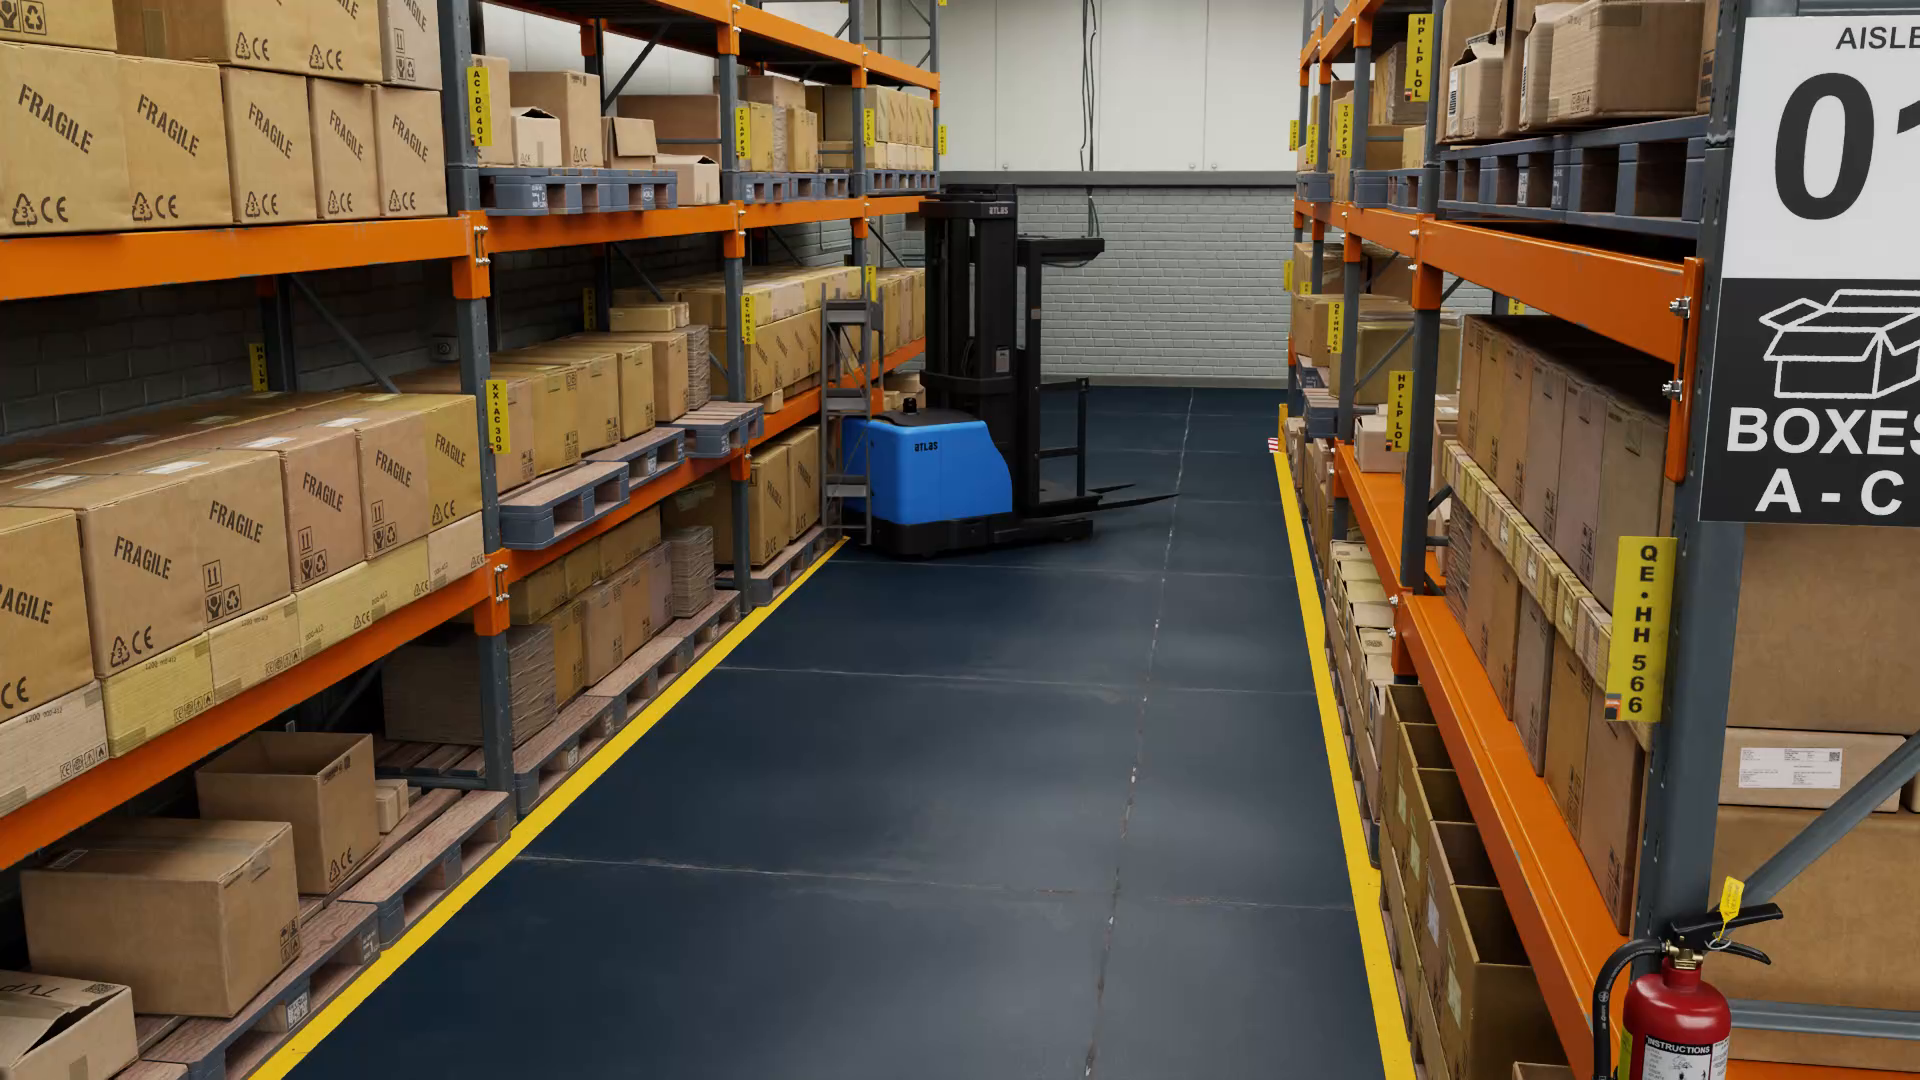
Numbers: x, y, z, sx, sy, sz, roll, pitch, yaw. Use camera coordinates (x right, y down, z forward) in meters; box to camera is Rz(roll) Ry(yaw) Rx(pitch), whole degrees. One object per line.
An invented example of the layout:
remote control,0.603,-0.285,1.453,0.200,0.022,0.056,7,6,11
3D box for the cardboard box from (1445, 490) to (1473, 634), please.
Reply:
cardboard box,2.254,0.068,6.321,0.700,0.500,0.500,2,12,7

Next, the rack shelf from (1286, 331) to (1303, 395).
rack shelf,3.854,-1.706,16.496,1.077,0.370,4.000,2,12,9

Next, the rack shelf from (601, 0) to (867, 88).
rack shelf,-1.656,-3.770,12.784,1.077,0.370,4.000,2,12,9

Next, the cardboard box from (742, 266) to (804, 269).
cardboard box,-1.677,-2.284,14.702,0.500,0.250,0.500,2,12,10

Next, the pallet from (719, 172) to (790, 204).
pallet,-1.917,-2.478,11.700,1.213,0.211,1.003,2,12,11

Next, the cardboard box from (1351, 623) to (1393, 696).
cardboard box,2.248,0.583,8.367,0.500,0.311,0.500,2,12,8

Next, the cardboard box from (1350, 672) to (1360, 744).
cardboard box,2.252,0.856,8.433,0.500,0.250,0.500,2,12,10

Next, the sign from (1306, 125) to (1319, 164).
sign,3.010,-3.376,14.192,0.100,0.325,0.005,2,12,9

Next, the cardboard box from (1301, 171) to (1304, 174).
cardboard box,3.667,-3.560,16.630,0.500,0.250,0.500,2,12,9

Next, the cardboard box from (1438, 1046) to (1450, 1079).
cardboard box,1.632,1.666,4.674,0.500,0.250,0.500,2,12,9

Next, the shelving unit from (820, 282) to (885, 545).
shelving unit,-0.875,-1.026,13.605,0.431,2.100,0.503,1,4,9

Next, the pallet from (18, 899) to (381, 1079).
pallet,-2.832,1.623,5.960,1.003,0.211,1.213,2,12,9

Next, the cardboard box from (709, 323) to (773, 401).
cardboard box,-1.636,-1.265,11.753,0.500,0.500,0.500,2,12,10

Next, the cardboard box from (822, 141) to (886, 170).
cardboard box,-0.982,-3.583,15.503,0.500,0.250,0.500,2,12,8

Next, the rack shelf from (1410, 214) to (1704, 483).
rack shelf,2.009,-0.674,4.589,1.077,0.370,4.000,2,12,9

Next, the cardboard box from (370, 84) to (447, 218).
cardboard box,-2.413,-1.547,6.646,0.500,0.500,0.500,2,12,10

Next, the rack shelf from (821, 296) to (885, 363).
rack shelf,-0.873,-1.711,13.557,0.431,0.518,0.480,1,4,9

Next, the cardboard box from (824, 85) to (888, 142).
cardboard box,-0.962,-3.954,15.442,0.500,0.500,0.500,2,12,8

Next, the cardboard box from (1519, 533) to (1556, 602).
cardboard box,1.808,0.082,4.715,0.380,0.149,0.250,2,12,8

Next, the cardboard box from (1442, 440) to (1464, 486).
cardboard box,2.084,-0.292,6.452,0.380,0.149,0.250,2,12,9

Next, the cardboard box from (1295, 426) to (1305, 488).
cardboard box,3.354,-0.762,15.299,0.500,0.500,0.500,2,12,9

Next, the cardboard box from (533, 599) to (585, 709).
cardboard box,-2.452,0.608,8.940,0.700,0.500,0.500,2,12,8

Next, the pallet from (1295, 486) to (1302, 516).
pallet,3.653,-0.421,15.446,1.003,0.211,1.213,2,12,9

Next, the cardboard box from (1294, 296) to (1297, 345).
cardboard box,3.679,-2.227,16.969,0.500,0.500,0.500,2,12,8

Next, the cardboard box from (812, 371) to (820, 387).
cardboard box,-1.359,-1.345,13.665,0.380,0.149,0.250,2,12,7

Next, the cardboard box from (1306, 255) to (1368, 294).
cardboard box,3.369,-2.293,14.900,0.500,0.500,0.500,2,12,9

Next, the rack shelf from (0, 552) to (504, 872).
rack shelf,-2.886,0.632,5.646,1.077,0.370,4.000,2,12,9

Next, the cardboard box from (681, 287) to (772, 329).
cardboard box,-1.635,-1.631,11.671,0.500,0.250,0.500,2,12,10

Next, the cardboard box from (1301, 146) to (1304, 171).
cardboard box,3.671,-3.805,16.577,0.500,0.250,0.500,2,12,9

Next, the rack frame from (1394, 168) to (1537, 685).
rack frame,2.317,0.024,6.761,1.000,3.000,0.127,2,12,9

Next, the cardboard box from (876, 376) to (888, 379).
cardboard box,-0.998,-1.712,18.215,0.380,0.149,0.250,2,12,9

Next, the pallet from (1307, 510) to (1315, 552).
pallet,3.459,-0.107,13.991,1.003,0.211,1.213,2,12,9

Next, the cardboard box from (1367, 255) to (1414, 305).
cardboard box,3.897,-2.268,14.786,0.500,0.500,0.500,2,12,10

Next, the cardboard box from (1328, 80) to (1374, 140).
cardboard box,3.584,-3.748,14.532,0.700,0.500,0.500,2,12,9

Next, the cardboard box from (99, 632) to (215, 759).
cardboard box,-2.655,0.455,5.071,0.500,0.250,0.500,2,12,8

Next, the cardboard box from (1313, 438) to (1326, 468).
cardboard box,3.078,-0.700,13.230,0.500,0.250,0.500,2,12,9

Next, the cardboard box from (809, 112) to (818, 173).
cardboard box,-1.592,-3.352,14.024,0.700,0.500,0.500,1,12,6

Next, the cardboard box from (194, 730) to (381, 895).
cardboard box,-2.699,1.089,6.711,0.500,0.500,0.500,1,12,4

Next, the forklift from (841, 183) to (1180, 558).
forklift,0.521,-1.506,14.024,3.031,2.935,1.130,-8,15,-33

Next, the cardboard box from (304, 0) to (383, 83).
cardboard box,-2.462,-1.921,6.010,0.500,0.500,0.500,3,12,12

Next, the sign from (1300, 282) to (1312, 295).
sign,3.010,-2.080,14.472,0.100,0.325,0.005,2,12,9

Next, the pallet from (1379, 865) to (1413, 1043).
pallet,2.153,1.551,6.293,1.003,0.211,1.213,2,12,9

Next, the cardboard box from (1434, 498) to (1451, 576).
cardboard box,2.349,-0.006,7.259,0.500,0.250,0.500,3,12,12

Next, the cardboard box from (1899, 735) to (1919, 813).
cardboard box,1.974,0.416,3.165,0.380,0.149,0.250,2,12,8

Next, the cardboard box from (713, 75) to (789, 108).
cardboard box,-1.683,-3.603,13.412,0.500,0.250,0.500,1,12,7

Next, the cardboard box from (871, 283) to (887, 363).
cardboard box,-1.249,-2.060,15.720,0.980,0.700,0.700,2,12,10

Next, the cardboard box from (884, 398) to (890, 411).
cardboard box,-0.899,-1.319,16.391,0.380,0.149,0.250,2,12,11

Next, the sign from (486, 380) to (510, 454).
sign,-2.041,-0.543,7.337,0.100,0.325,0.005,2,12,9

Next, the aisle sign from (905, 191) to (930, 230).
aisle sign,-0.426,-3.910,18.844,0.394,0.787,0.004,2,12,9

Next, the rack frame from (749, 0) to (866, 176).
rack frame,-1.348,-4.734,14.598,1.000,3.000,0.127,2,12,9

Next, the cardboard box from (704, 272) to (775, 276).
cardboard box,-1.823,-2.071,13.710,0.500,0.250,0.500,1,12,7

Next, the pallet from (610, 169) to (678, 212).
pallet,-2.222,-1.851,8.789,1.213,0.211,1.003,2,12,9

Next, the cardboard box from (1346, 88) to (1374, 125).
cardboard box,3.194,-3.030,12.343,0.600,0.600,0.600,1,12,6

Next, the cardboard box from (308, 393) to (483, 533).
cardboard box,-2.346,-0.330,6.934,0.500,0.500,0.500,2,12,9

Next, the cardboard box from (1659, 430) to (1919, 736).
cardboard box,1.794,0.066,3.251,0.700,0.500,0.500,2,12,9

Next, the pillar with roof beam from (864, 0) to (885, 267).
pillar with roof beam,3.081,-6.017,20.552,9.100,9.000,0.400,2,12,9

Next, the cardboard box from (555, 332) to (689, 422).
cardboard box,-2.085,-1.017,10.310,0.700,0.500,0.500,1,12,3

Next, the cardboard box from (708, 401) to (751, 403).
cardboard box,-1.684,-0.916,11.674,0.380,0.149,0.250,2,12,8
